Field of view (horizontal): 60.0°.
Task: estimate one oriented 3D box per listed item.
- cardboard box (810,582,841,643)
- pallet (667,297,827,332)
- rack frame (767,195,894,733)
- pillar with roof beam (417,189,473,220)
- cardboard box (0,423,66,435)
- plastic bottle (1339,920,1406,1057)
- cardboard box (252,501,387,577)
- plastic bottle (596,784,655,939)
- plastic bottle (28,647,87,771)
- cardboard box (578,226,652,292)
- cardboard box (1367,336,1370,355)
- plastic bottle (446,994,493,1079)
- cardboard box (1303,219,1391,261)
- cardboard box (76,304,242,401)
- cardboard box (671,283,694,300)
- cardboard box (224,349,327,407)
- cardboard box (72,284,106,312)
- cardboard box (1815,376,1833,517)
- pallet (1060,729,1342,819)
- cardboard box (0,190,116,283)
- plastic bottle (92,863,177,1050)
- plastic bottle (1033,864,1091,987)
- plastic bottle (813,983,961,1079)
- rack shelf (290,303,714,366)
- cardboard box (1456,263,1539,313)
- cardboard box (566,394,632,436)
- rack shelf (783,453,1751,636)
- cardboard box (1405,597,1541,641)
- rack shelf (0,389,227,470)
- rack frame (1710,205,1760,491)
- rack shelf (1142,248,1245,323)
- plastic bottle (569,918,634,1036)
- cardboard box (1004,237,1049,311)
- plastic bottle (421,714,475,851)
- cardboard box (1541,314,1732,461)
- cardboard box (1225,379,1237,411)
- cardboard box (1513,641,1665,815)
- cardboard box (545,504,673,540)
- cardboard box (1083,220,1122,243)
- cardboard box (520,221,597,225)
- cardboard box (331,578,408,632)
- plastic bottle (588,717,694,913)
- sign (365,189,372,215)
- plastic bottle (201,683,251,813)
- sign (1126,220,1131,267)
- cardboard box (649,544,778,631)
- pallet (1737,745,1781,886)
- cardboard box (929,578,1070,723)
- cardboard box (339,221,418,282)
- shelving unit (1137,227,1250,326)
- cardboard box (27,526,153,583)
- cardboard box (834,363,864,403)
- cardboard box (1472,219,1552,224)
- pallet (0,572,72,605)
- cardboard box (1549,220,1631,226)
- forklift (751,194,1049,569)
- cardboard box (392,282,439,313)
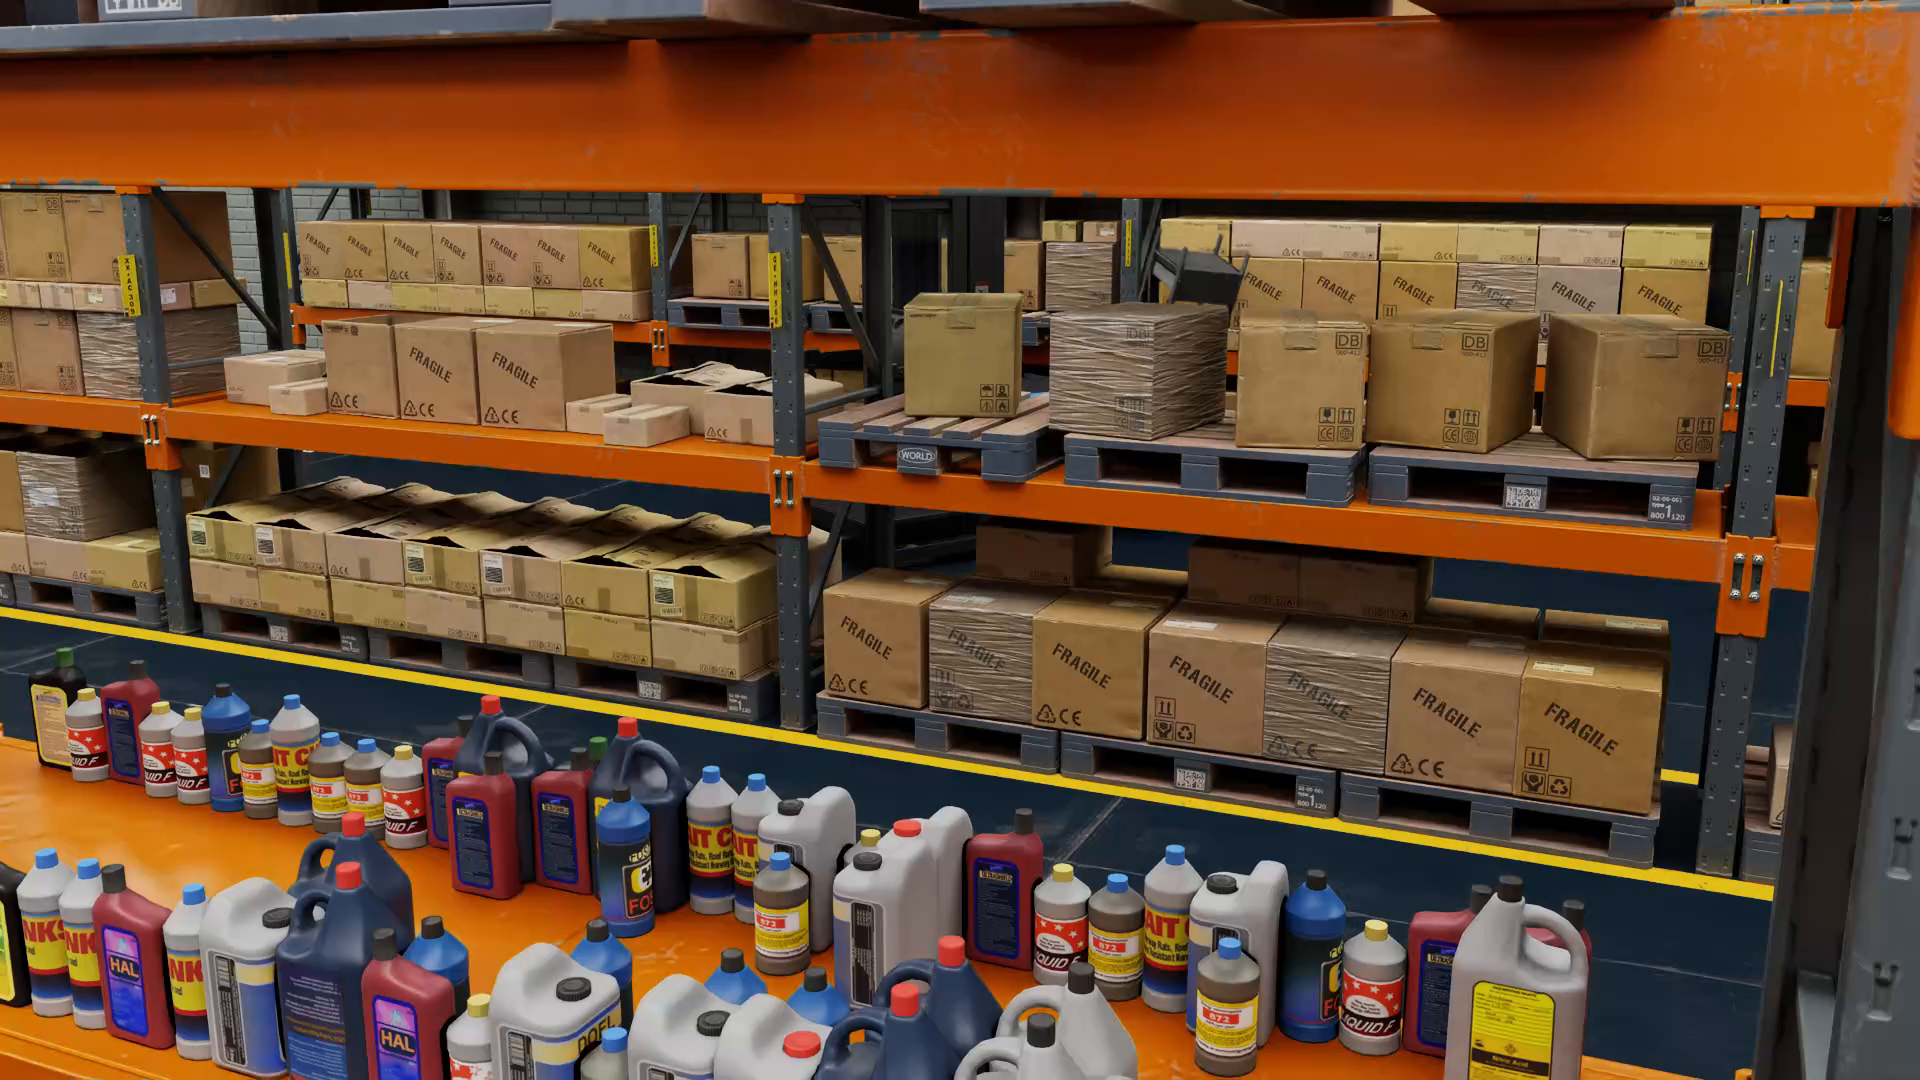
[{"bbox_3d":[-0.956,0.367,8.723,0.500,0.250,0.500,6,14,23],"label":"cardboard box"},{"bbox_3d":[-1.611,-1.868,13.568,1.213,0.211,1.003,6,14,23],"label":"pallet"},{"bbox_3d":[-0.596,-0.657,7.989,0.127,3.000,1.000,6,14,23],"label":"rack frame"},{"bbox_3d":[-6.661,-4.570,11.531,0.400,9.000,9.100,6,14,23],"label":"pillar with roof beam"},{"bbox_3d":[-5.923,-0.505,10.798,0.500,0.500,0.500,6,14,23],"label":"cardboard box"},{"bbox_3d":[0.654,0.702,2.633,0.097,0.201,0.097,0,13,0],"label":"plastic bottle"},{"bbox_3d":[-3.521,-0.028,9.181,0.500,0.311,0.500,6,14,23],"label":"cardboard box"},{"bbox_3d":[-0.608,0.576,3.015,0.097,0.271,0.097,0,13,0],"label":"plastic bottle"},{"bbox_3d":[-2.063,0.382,3.815,0.133,0.283,0.061,6,14,23],"label":"plastic bottle"},{"bbox_3d":[-2.808,-2.343,13.817,0.500,0.500,0.500,6,14,23],"label":"cardboard box"},{"bbox_3d":[2.802,-1.387,11.607,0.250,0.149,0.380,6,14,24],"label":"cardboard box"},{"bbox_3d":[-0.688,0.756,2.403,0.097,0.201,0.097,0,13,0],"label":"plastic bottle"},{"bbox_3d":[2.668,-2.069,11.453,0.500,0.250,0.500,6,14,24],"label":"cardboard box"},{"bbox_3d":[-4.662,-1.116,9.724,0.500,0.500,0.700,5,14,22],"label":"cardboard box"},{"bbox_3d":[-2.593,-2.087,14.368,0.500,0.250,0.500,6,14,24],"label":"cardboard box"},{"bbox_3d":[-3.786,-0.918,9.428,0.500,0.250,0.500,7,15,27],"label":"cardboard box"},{"bbox_3d":[-4.814,-1.395,9.496,0.250,0.149,0.380,5,14,22],"label":"cardboard box"},{"bbox_3d":[3.622,-0.343,6.431,0.500,0.500,0.500,6,14,24],"label":"cardboard box"},{"bbox_3d":[1.182,0.891,7.497,1.213,0.211,1.003,6,14,23],"label":"pallet"},{"bbox_3d":[-5.124,-1.794,9.774,0.500,0.500,0.700,6,14,23],"label":"cardboard box"},{"bbox_3d":[-1.303,0.658,2.640,0.133,0.283,0.061,6,14,23],"label":"plastic bottle"},{"bbox_3d":[0.175,0.653,2.839,0.097,0.201,0.097,0,13,0],"label":"plastic bottle"},{"bbox_3d":[-0.091,0.738,2.154,0.185,0.351,0.144,6,14,23],"label":"plastic bottle"},{"bbox_3d":[-4.079,-1.897,14.848,4.000,0.370,1.077,6,14,23],"label":"rack shelf"},{"bbox_3d":[3.613,-1.609,11.130,0.500,0.500,0.500,6,14,23],"label":"cardboard box"},{"bbox_3d":[-1.785,-0.641,8.470,0.250,0.149,0.380,7,15,27],"label":"cardboard box"},{"bbox_3d":[1.232,-0.122,7.282,4.000,0.370,1.077,6,14,23],"label":"rack shelf"},{"bbox_3d":[2.225,0.573,7.255,0.500,0.500,0.500,6,14,24],"label":"cardboard box"},{"bbox_3d":[-6.082,-0.862,10.437,4.000,0.370,1.077,6,14,23],"label":"rack shelf"},{"bbox_3d":[5.064,-1.322,10.822,0.127,3.000,1.000,6,14,23],"label":"rack frame"},{"bbox_3d":[1.550,-1.678,11.249,0.480,0.518,0.431,1,29,-25],"label":"rack shelf"},{"bbox_3d":[-0.537,0.699,2.492,0.097,0.271,0.097,0,13,0],"label":"plastic bottle"},{"bbox_3d":[0.451,-2.042,12.711,0.500,0.500,0.700,4,14,18],"label":"cardboard box"},{"bbox_3d":[-1.018,0.488,3.364,0.133,0.283,0.061,6,14,23],"label":"plastic bottle"},{"bbox_3d":[2.718,-0.631,6.738,0.500,0.500,0.700,1,13,4],"label":"cardboard box"},{"bbox_3d":[2.026,-0.754,12.190,0.750,0.750,0.750,6,14,22],"label":"cardboard box"},{"bbox_3d":[2.494,0.730,6.586,0.500,0.500,0.500,6,14,23],"label":"cardboard box"},{"bbox_3d":[-1.905,0.000,9.062,0.500,0.311,0.500,5,14,22],"label":"cardboard box"},{"bbox_3d":[1.079,-2.296,12.373,0.250,0.149,0.380,4,14,16],"label":"cardboard box"},{"bbox_3d":[-3.521,-2.547,14.686,0.500,0.500,0.500,6,15,25],"label":"cardboard box"},{"bbox_3d":[-3.044,0.291,9.048,0.500,0.250,0.500,5,14,22],"label":"cardboard box"},{"bbox_3d":[-0.599,0.508,3.131,0.185,0.351,0.144,6,14,23],"label":"plastic bottle"},{"bbox_3d":[-5.665,-3.264,15.872,0.005,0.325,0.100,6,14,23],"label":"sign"},{"bbox_3d":[-1.576,0.442,3.587,0.097,0.271,0.097,0,13,0],"label":"plastic bottle"},{"bbox_3d":[1.195,-2.103,11.790,0.005,0.325,0.100,6,14,23],"label":"sign"},{"bbox_3d":[-1.175,0.207,8.178,0.500,0.311,0.500,6,15,25],"label":"cardboard box"},{"bbox_3d":[3.688,1.135,6.458,1.213,0.211,1.003,6,14,23],"label":"pallet"},{"bbox_3d":[0.185,0.495,7.589,0.500,0.500,0.500,5,14,21],"label":"cardboard box"},{"bbox_3d":[-5.145,-2.579,14.824,0.500,0.500,0.500,6,14,23],"label":"cardboard box"},{"bbox_3d":[1.402,-1.079,11.549,0.503,2.100,0.431,1,29,-25],"label":"shelving unit"},{"bbox_3d":[-5.219,0.061,10.026,0.500,0.250,0.500,6,14,23],"label":"cardboard box"},{"bbox_3d":[-0.690,-1.272,13.479,0.500,0.250,0.500,5,14,22],"label":"cardboard box"},{"bbox_3d":[3.807,-2.080,11.496,0.500,0.250,0.500,5,14,21],"label":"cardboard box"},{"bbox_3d":[-6.083,0.135,10.715,1.213,0.211,1.003,6,14,23],"label":"pallet"},{"bbox_3d":[4.268,-2.034,11.303,0.500,0.250,0.500,6,14,24],"label":"cardboard box"},{"bbox_3d":[-0.517,-1.345,11.073,3.031,2.935,1.130,-9,16,-34],"label":"forklift"},{"bbox_3d":[-4.646,-2.164,14.696,0.500,0.250,0.500,6,14,22],"label":"cardboard box"}]
